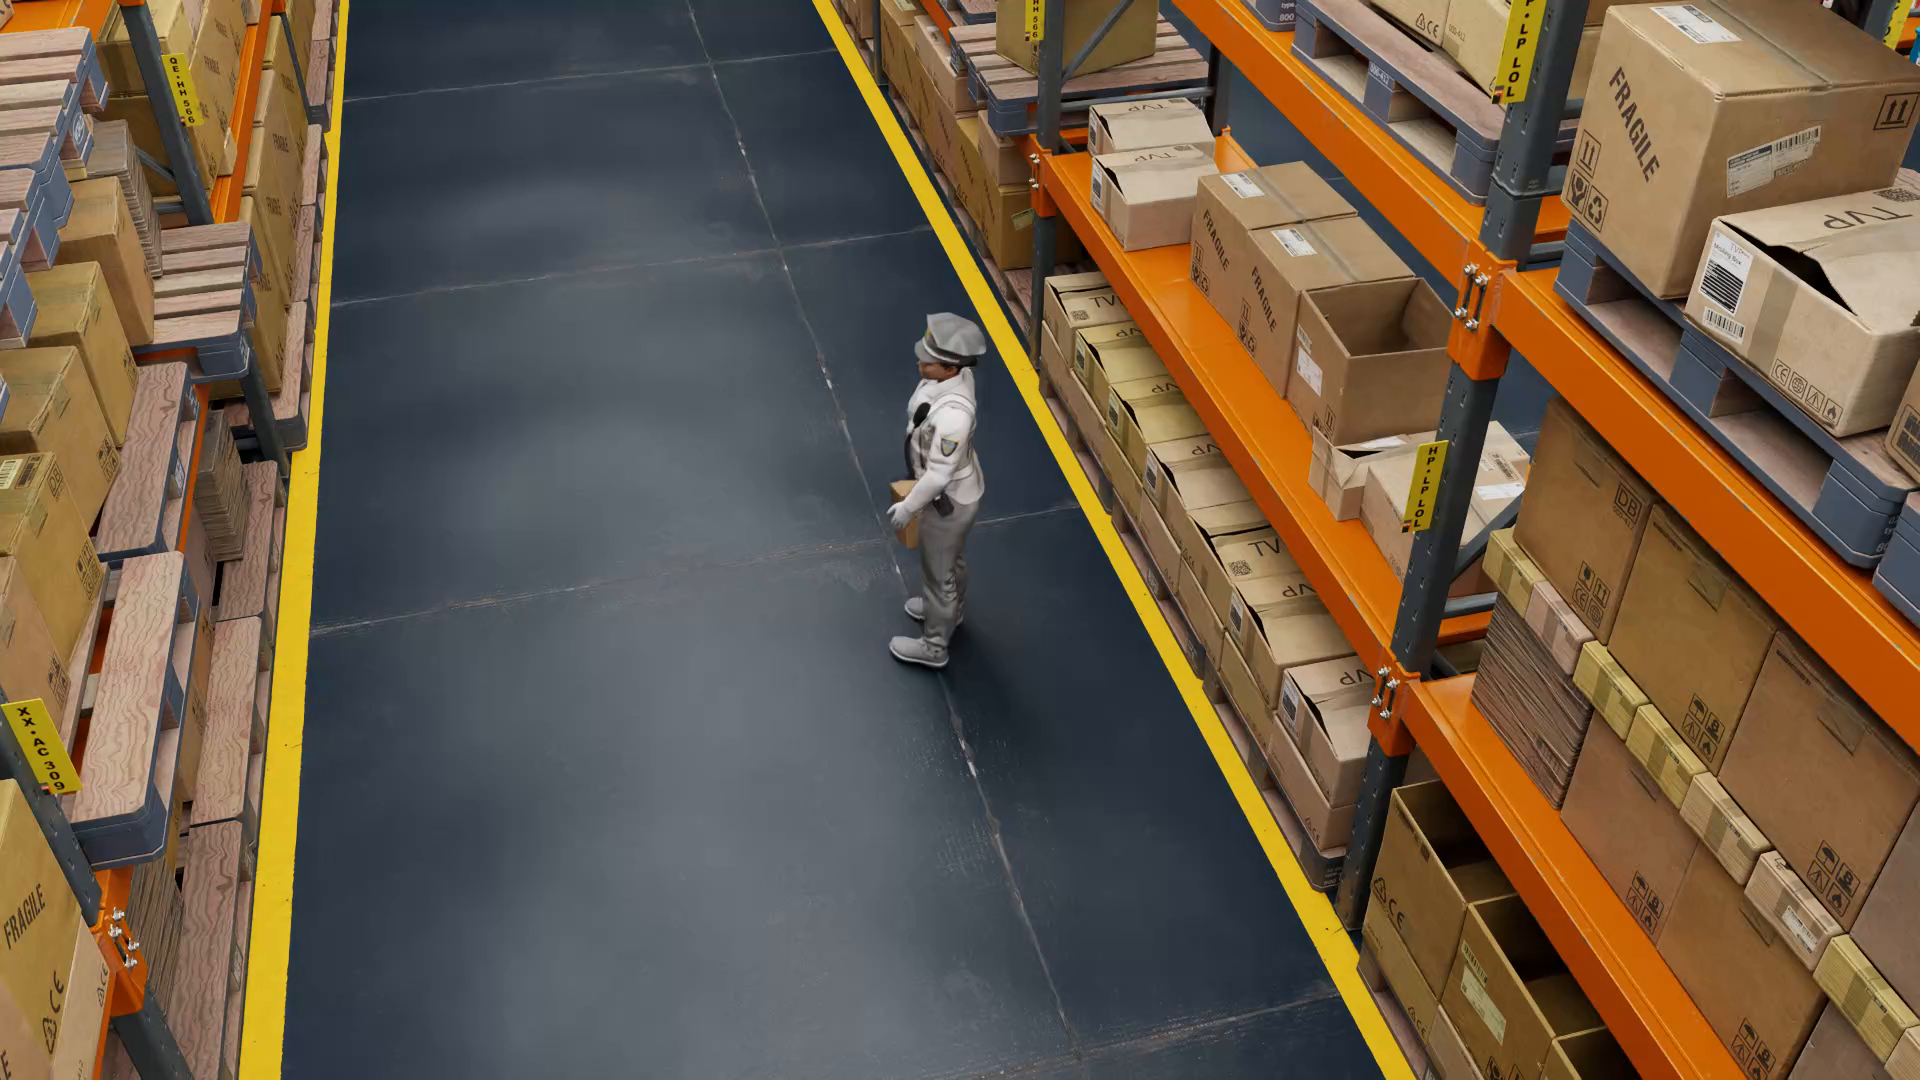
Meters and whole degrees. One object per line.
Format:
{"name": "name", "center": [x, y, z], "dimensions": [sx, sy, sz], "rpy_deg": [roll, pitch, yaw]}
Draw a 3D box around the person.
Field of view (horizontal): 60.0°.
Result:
{"name": "person", "center": [-0.107, -0.206, 6.923], "dimensions": [0.415, 1.697, 0.534], "rpy_deg": [0, 38, 0]}
